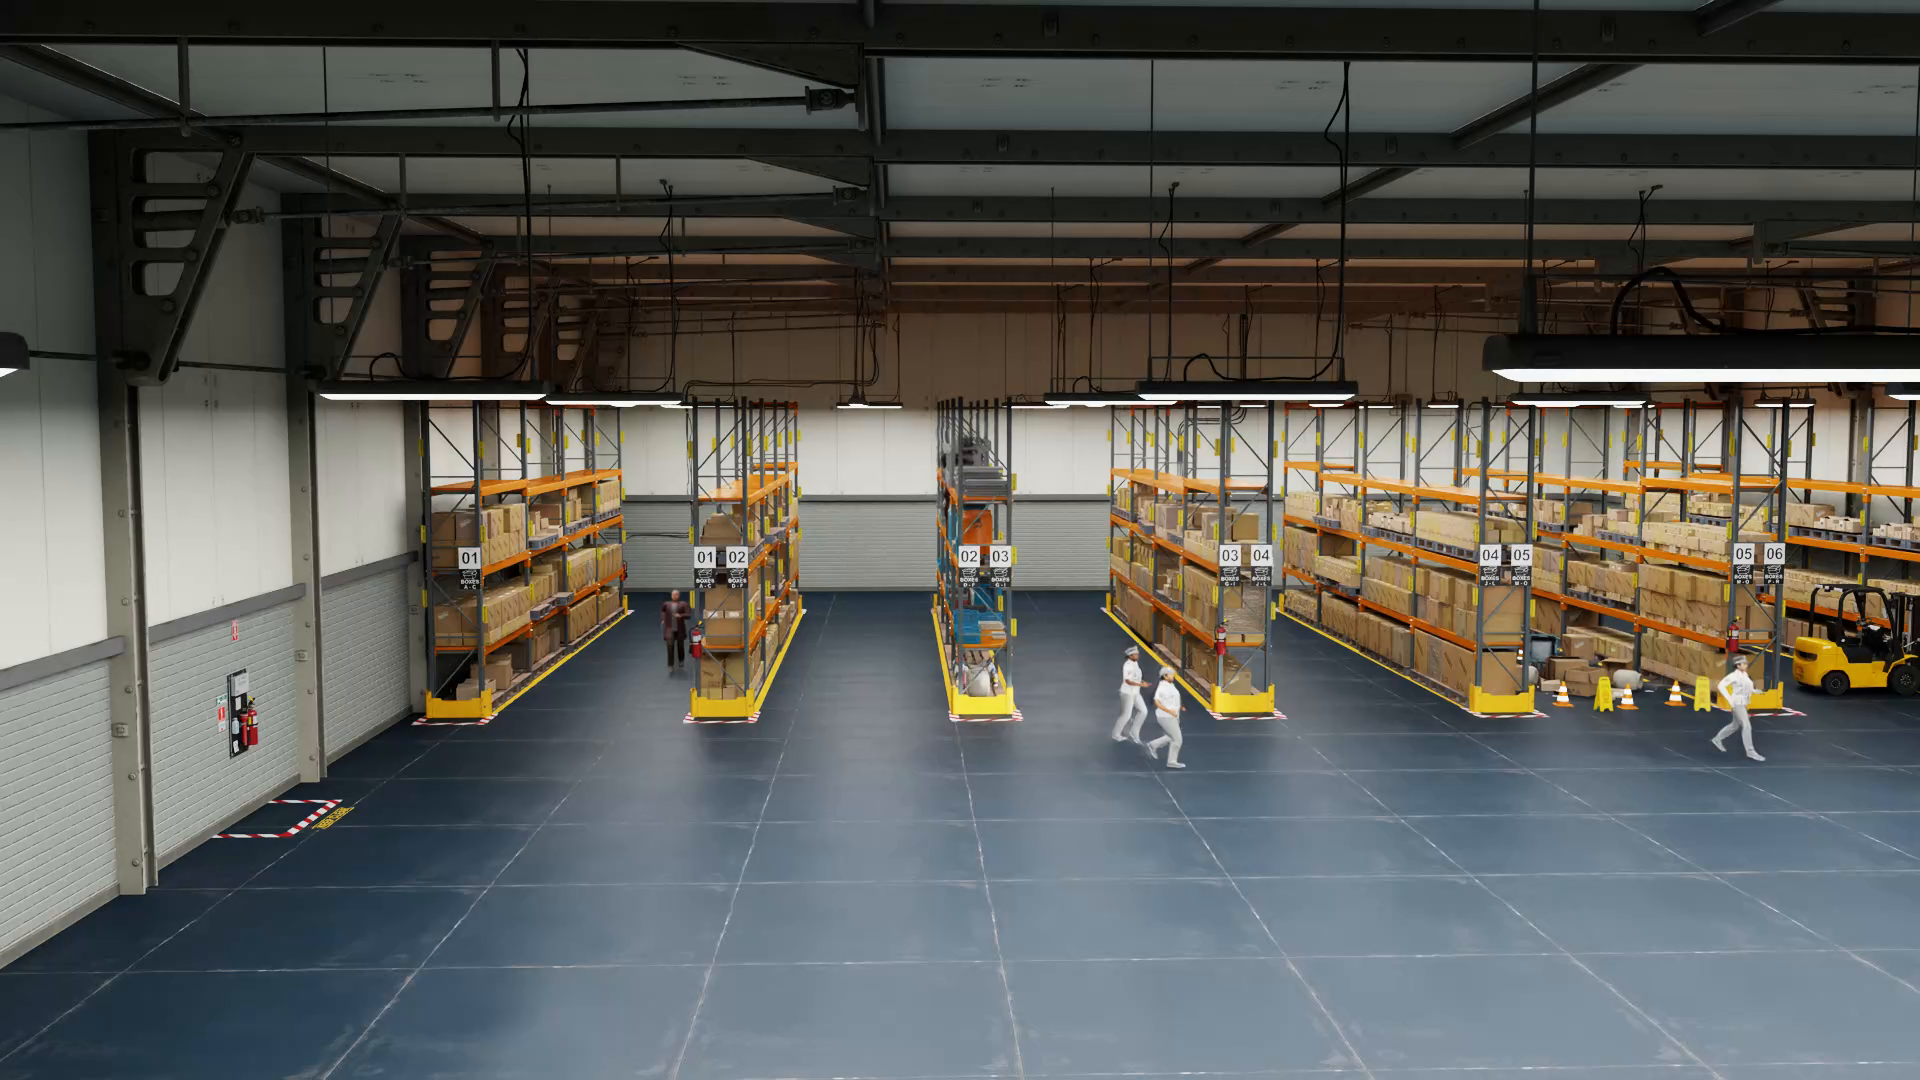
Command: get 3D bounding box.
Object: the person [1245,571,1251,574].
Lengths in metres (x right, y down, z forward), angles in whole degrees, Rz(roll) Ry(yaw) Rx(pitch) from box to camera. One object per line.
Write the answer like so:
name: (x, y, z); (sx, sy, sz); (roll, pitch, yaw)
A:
person: (8.599, 1.186, 48.674); (0.942, 1.535, 0.773); (-2, 5, -20)

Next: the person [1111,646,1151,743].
person: (2.967, 2.689, 28.670); (0.718, 1.751, 0.589); (2, 5, 28)

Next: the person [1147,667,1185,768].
person: (3.321, 2.844, 26.790); (0.645, 1.619, 0.611); (2, 5, 21)

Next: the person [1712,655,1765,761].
person: (12.856, 2.733, 27.432); (0.614, 1.684, 0.919); (-4, 6, -42)

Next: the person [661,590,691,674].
person: (-6.255, 1.983, 36.559); (0.695, 1.783, 1.043); (0, 4, -4)
